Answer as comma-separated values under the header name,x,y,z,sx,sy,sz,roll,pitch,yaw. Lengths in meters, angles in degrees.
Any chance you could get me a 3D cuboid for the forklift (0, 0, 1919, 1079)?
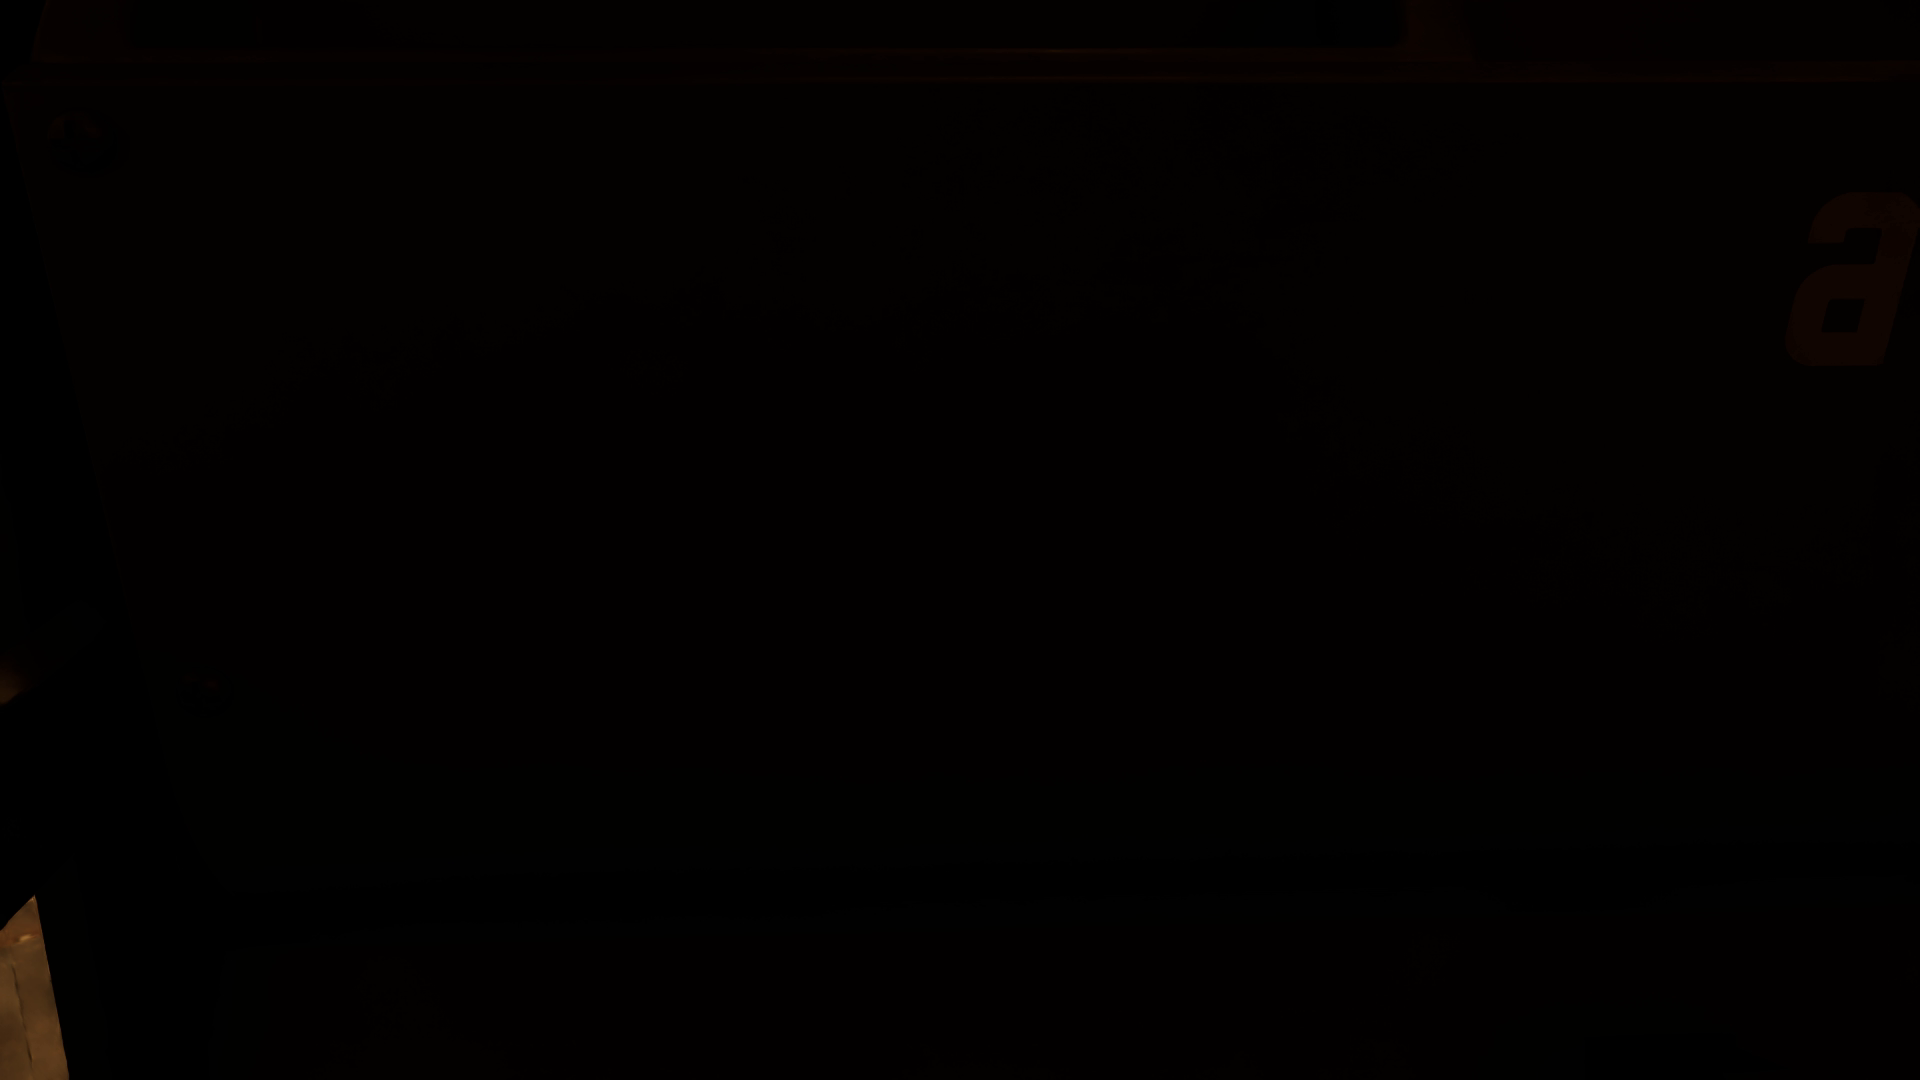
name,x,y,z,sx,sy,sz,roll,pitch,yaw
forklift,0.176,-0.571,0.260,1.130,2.935,3.031,-1,18,-3
